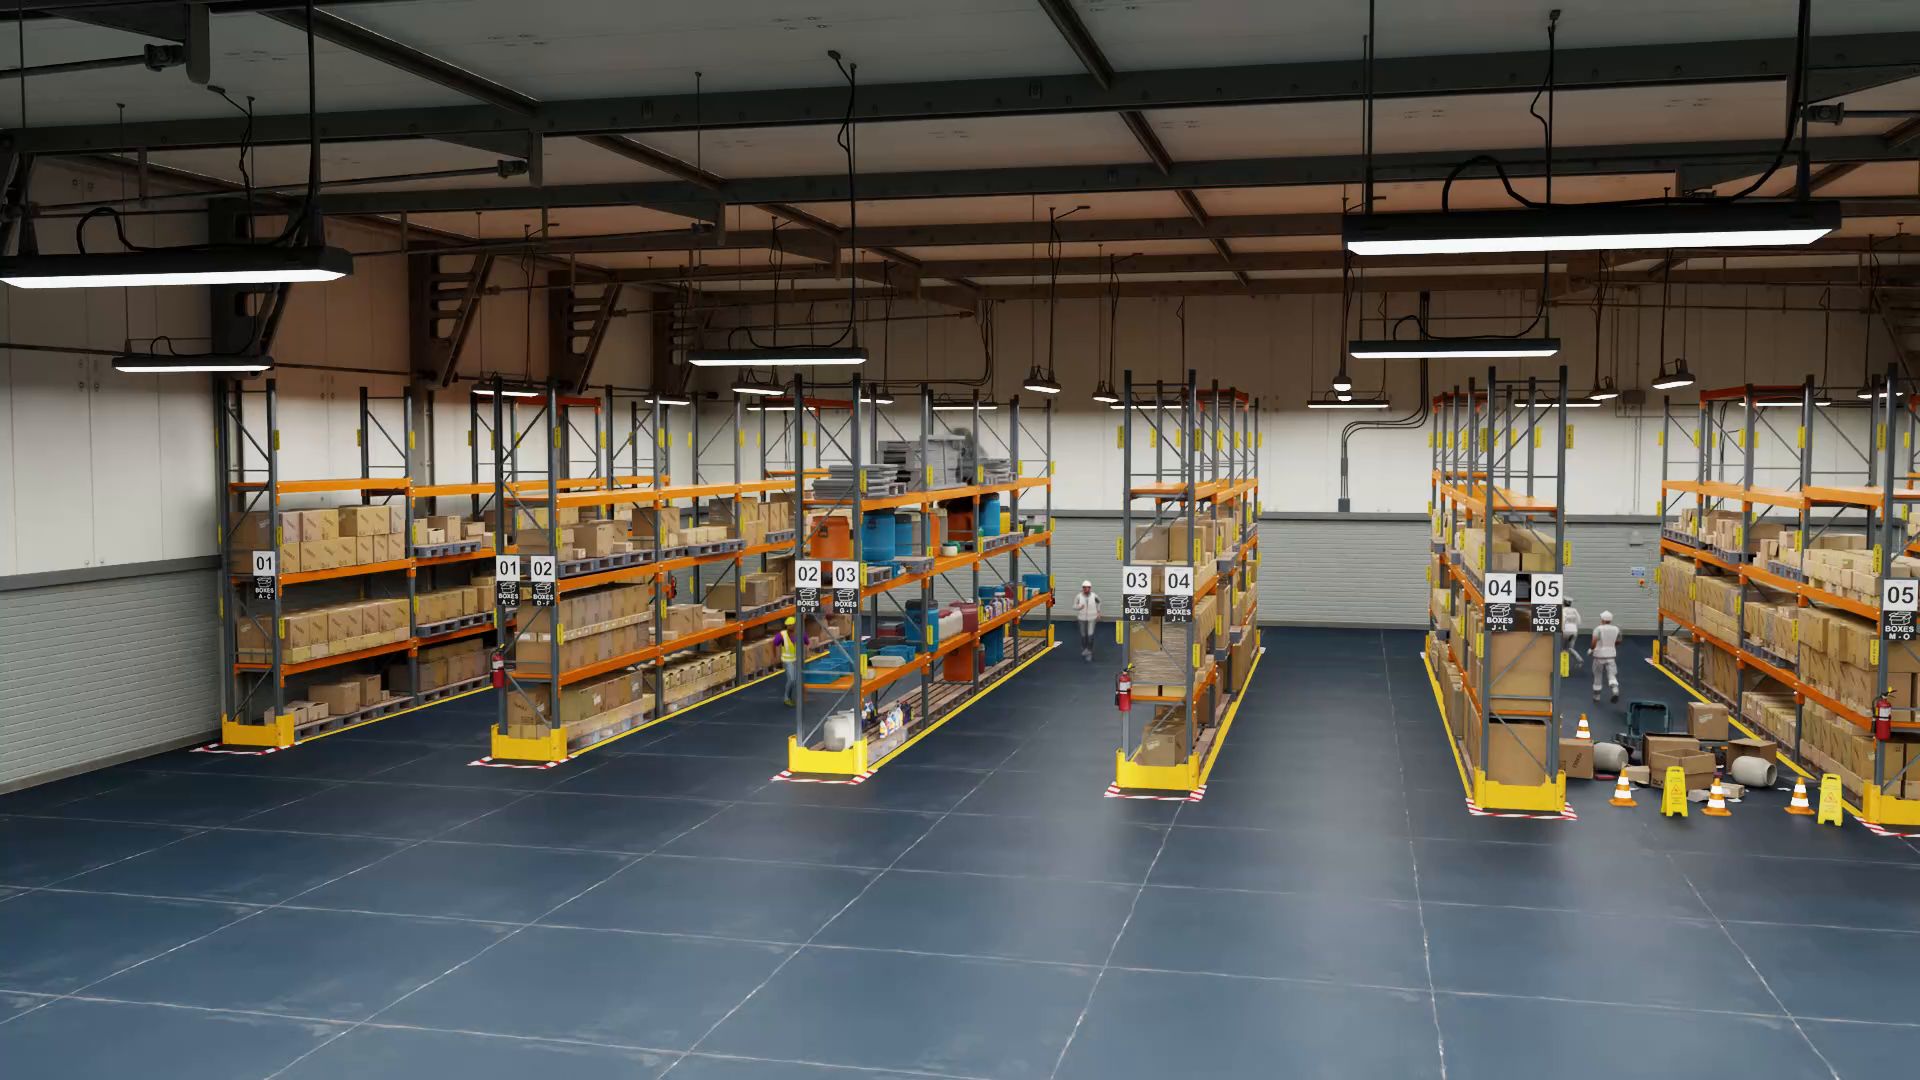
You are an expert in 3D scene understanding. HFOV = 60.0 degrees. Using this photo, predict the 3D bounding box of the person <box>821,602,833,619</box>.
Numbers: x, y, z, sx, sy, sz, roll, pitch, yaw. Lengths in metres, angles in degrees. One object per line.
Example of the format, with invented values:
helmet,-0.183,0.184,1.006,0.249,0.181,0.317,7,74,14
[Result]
person,-3.395,1.622,43.094,0.576,1.609,0.602,3,4,40

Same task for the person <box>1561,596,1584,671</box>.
person,13.231,2.036,36.011,0.578,1.641,0.717,-1,4,-13

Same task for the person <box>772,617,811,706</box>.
person,-3.139,2.300,31.440,0.689,1.724,0.824,-2,4,-33

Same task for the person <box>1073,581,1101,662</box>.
person,2.893,1.832,37.949,0.634,1.827,0.866,1,3,8

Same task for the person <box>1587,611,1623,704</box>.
person,12.132,2.213,31.260,0.655,1.765,1.000,0,3,5
